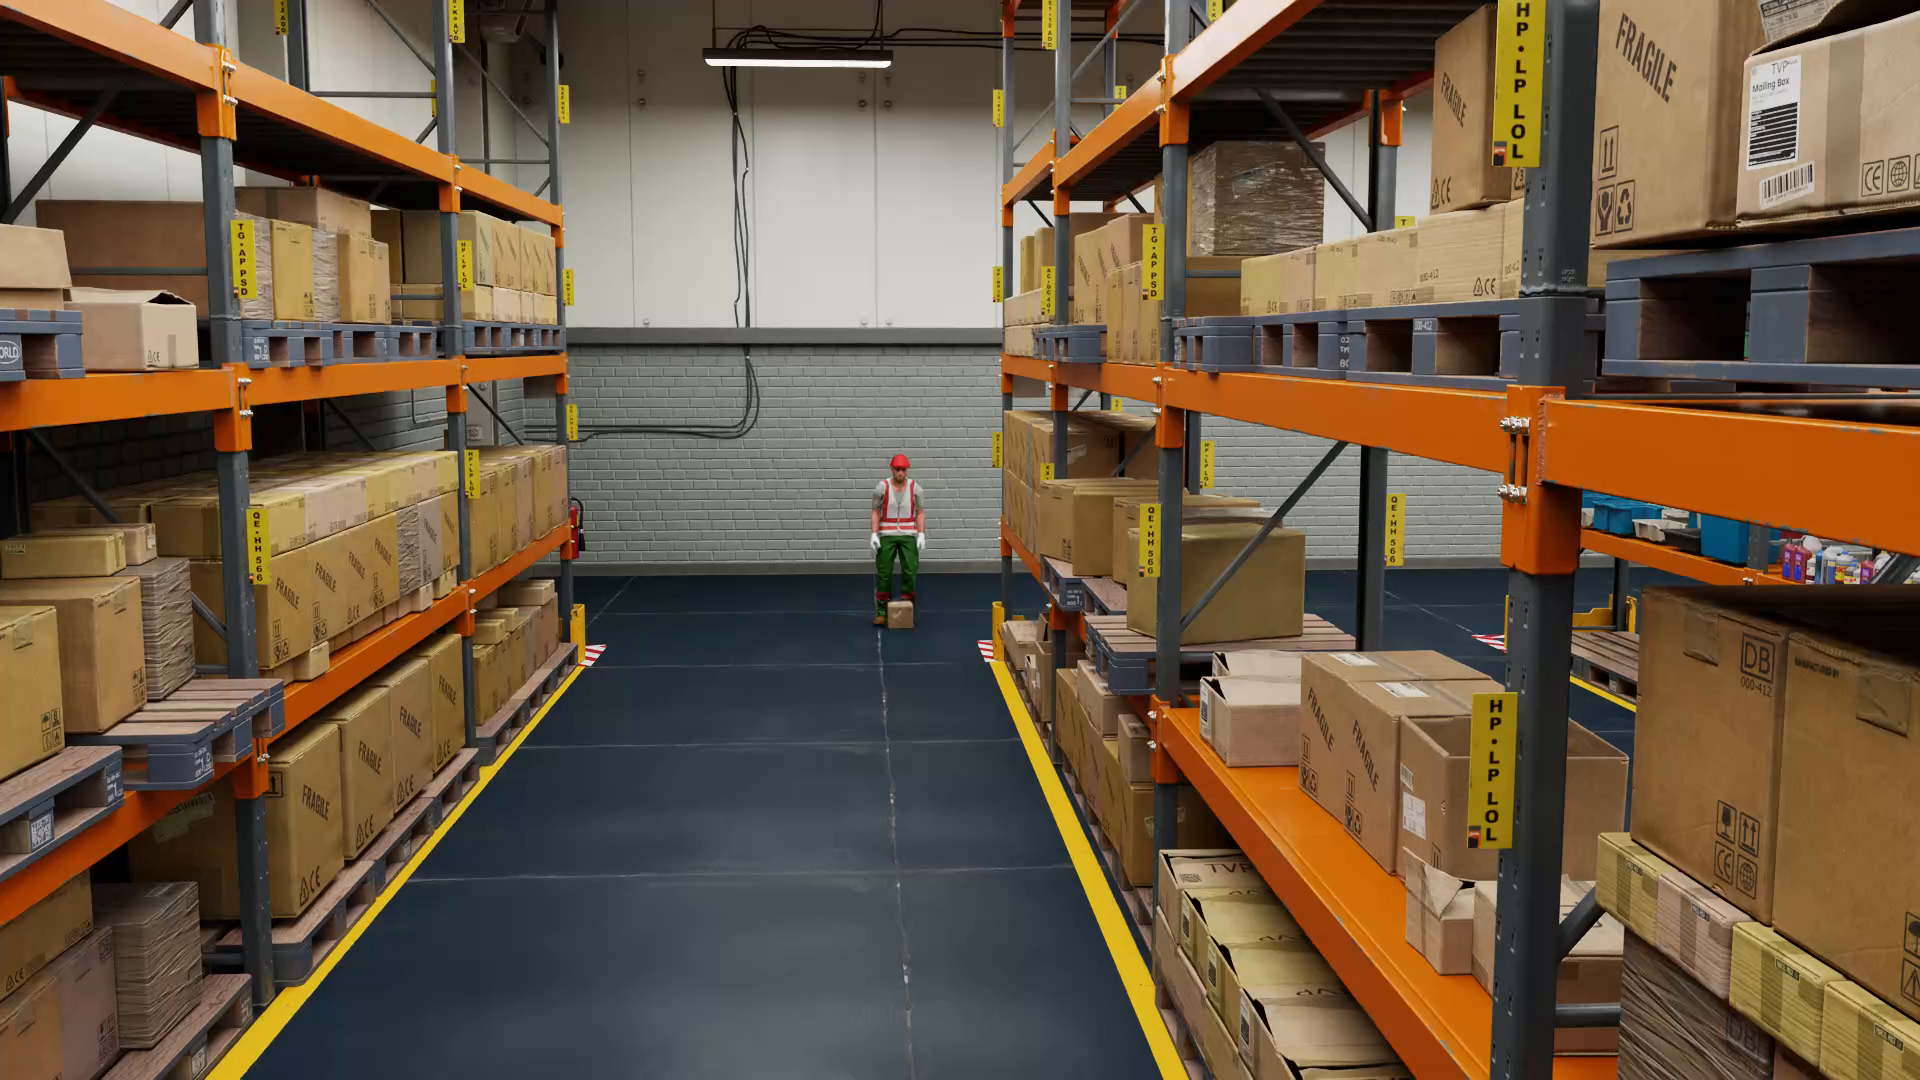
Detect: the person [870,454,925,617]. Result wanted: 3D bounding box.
[{"bbox_3d":[-0.636,-0.037,17.240,0.552,1.722,0.441,-1,7,-6],"label":"person"}]
